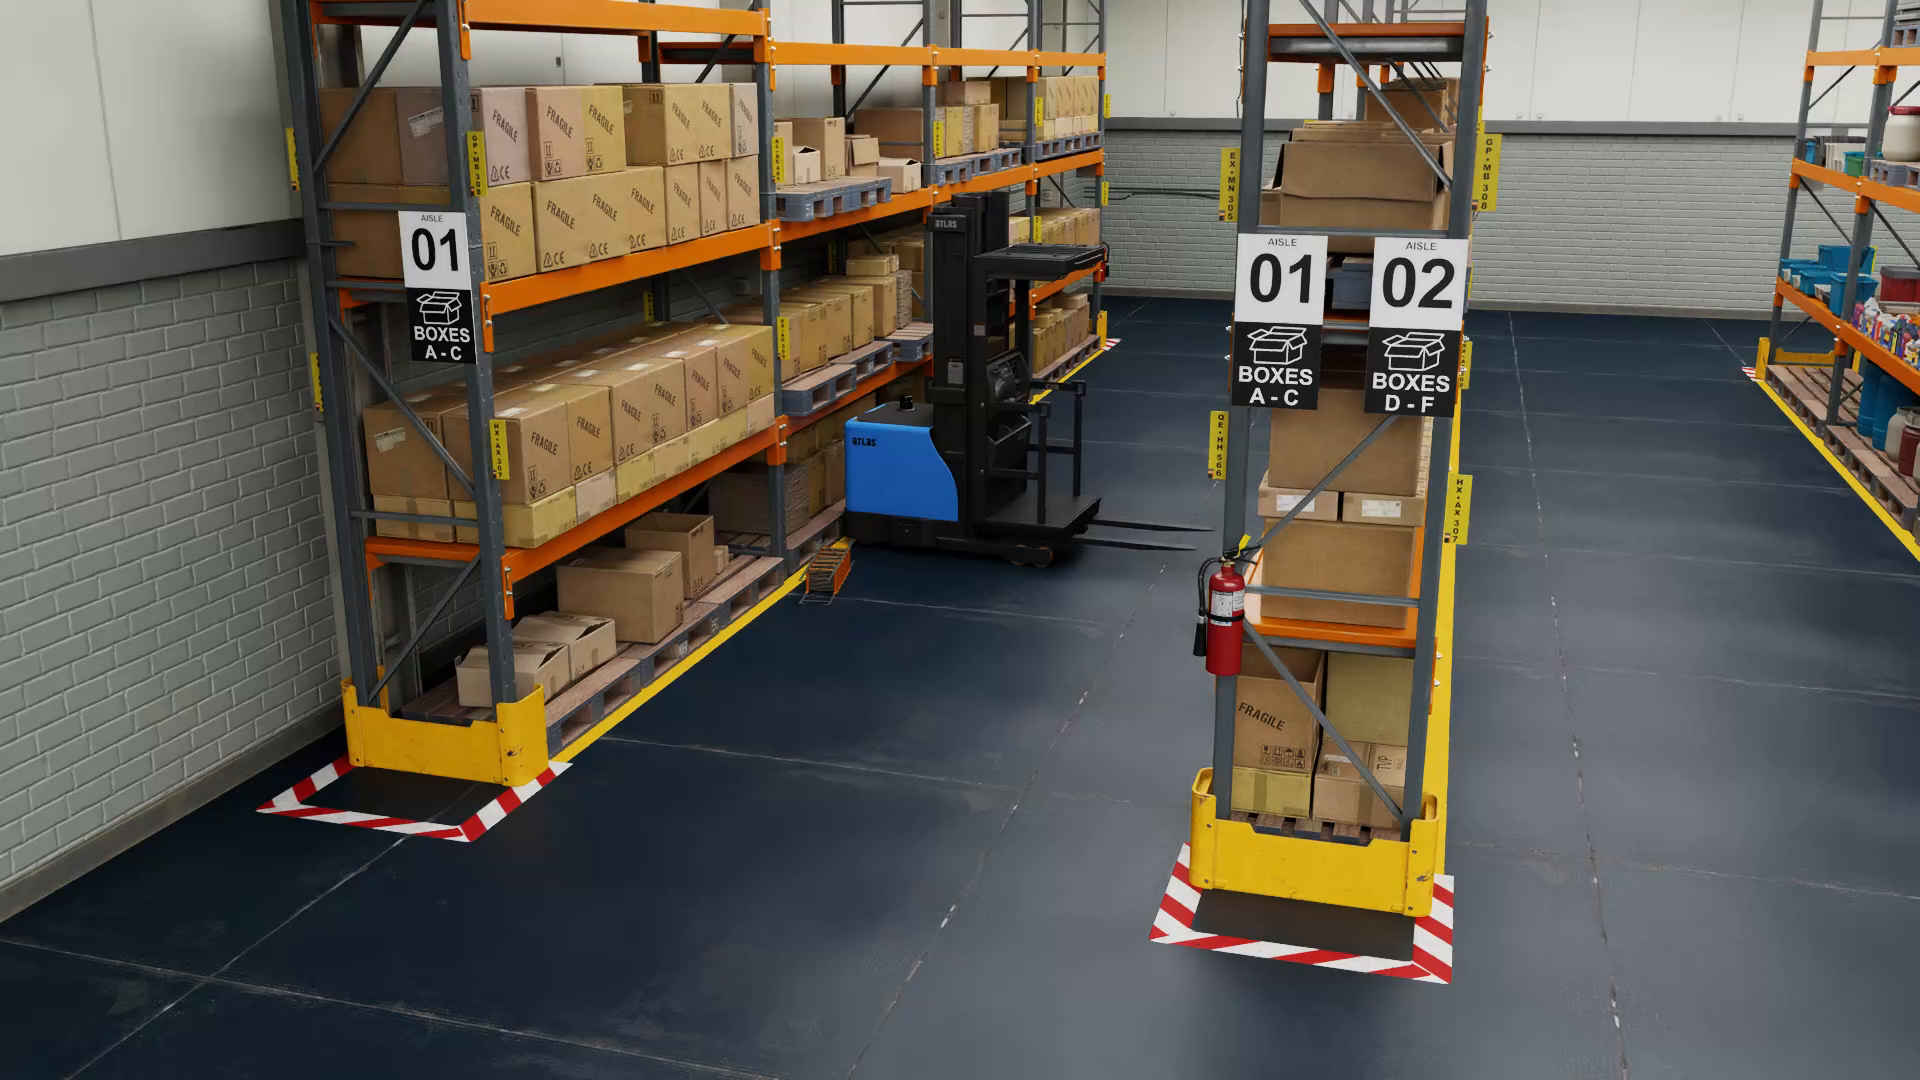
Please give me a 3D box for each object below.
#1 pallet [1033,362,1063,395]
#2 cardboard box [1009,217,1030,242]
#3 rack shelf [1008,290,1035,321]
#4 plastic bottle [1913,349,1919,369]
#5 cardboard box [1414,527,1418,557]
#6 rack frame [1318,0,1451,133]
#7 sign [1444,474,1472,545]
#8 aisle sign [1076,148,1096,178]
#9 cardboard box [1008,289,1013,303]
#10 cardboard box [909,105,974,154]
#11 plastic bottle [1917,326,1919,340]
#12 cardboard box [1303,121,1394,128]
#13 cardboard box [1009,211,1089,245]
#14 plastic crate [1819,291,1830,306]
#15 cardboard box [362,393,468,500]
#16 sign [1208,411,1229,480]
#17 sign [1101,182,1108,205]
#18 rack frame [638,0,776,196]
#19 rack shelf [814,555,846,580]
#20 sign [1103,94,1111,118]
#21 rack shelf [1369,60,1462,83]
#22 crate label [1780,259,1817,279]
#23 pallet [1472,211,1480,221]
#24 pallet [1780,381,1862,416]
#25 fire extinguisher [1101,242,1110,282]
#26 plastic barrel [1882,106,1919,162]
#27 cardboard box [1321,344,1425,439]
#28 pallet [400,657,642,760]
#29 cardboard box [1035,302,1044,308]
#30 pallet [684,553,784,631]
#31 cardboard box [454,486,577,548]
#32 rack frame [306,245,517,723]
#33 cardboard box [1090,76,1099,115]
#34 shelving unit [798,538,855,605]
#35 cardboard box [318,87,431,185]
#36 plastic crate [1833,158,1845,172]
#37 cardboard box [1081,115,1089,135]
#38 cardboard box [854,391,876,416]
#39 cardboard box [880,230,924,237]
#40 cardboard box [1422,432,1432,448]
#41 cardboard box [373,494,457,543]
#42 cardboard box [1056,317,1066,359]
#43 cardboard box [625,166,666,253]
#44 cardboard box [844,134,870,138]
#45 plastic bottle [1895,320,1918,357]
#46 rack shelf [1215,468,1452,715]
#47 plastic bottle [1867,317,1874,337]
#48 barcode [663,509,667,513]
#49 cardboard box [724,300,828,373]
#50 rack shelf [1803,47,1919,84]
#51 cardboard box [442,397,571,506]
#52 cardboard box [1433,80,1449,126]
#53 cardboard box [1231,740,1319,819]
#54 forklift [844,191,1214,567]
[{"bbox_3d":[0.695,-2.104,21.359,1.003,0.211,1.213,5,16,16],"label":"pallet"},{"bbox_3d":[0.516,-3.672,19.638,0.500,0.250,0.500,5,17,17],"label":"cardboard box"},{"bbox_3d":[-0.165,-2.383,18.552,1.077,0.370,4.000,5,16,16],"label":"rack shelf"},{"bbox_3d":[8.670,-1.646,15.001,0.097,0.201,0.097,0,16,0],"label":"plastic bottle"},{"bbox_3d":[2.180,-0.166,9.235,0.700,0.500,0.500,5,17,16],"label":"cardboard box"},{"bbox_3d":[2.881,-3.662,10.750,1.000,3.000,0.127,5,16,16],"label":"rack frame"},{"bbox_3d":[2.274,-0.140,7.593,0.100,0.325,0.005,5,16,16],"label":"sign"},{"bbox_3d":[1.849,-5.545,23.618,0.394,0.787,0.004,5,16,16],"label":"aisle sign"},{"bbox_3d":[0.394,-2.825,19.215,0.380,0.149,0.250,5,16,16],"label":"cardboard box"},{"bbox_3d":[-0.252,-4.457,18.058,0.700,0.500,0.500,5,16,16],"label":"cardboard box"},{"bbox_3d":[8.987,-1.856,15.591,0.061,0.283,0.133,5,16,16],"label":"plastic bottle"},{"bbox_3d":[2.485,-2.425,10.677,0.500,0.500,0.500,6,17,20],"label":"cardboard box"},{"bbox_3d":[1.209,-4.118,22.800,0.980,0.700,0.700,4,16,15],"label":"cardboard box"},{"bbox_3d":[9.963,-2.694,18.725,0.437,0.125,0.590,5,16,16],"label":"plastic crate"},{"bbox_3d":[-3.076,-0.551,9.638,0.500,0.500,0.500,4,16,15],"label":"cardboard box"},{"bbox_3d":[1.228,-0.446,7.850,0.100,0.325,0.005,5,16,16],"label":"sign"},{"bbox_3d":[2.057,-4.924,23.637,0.100,0.325,0.005,5,16,16],"label":"sign"},{"bbox_3d":[-1.870,-4.045,12.101,1.000,3.000,0.127,5,16,16],"label":"rack frame"},{"bbox_3d":[-1.036,0.219,13.198,0.258,0.180,0.103,2,16,6],"label":"rack shelf"},{"bbox_3d":[2.057,-6.084,23.308,0.100,0.325,0.005,5,16,16],"label":"sign"},{"bbox_3d":[4.586,-4.693,16.437,1.077,0.370,4.000,5,16,16],"label":"rack shelf"},{"bbox_3d":[10.653,-3.440,21.156,0.416,0.233,0.303,5,16,16],"label":"crate label"},{"bbox_3d":[3.595,-2.698,13.192,1.003,0.211,1.213,5,17,18],"label":"pallet"},{"bbox_3d":[10.419,-1.658,19.788,1.003,0.211,1.213,5,16,16],"label":"pallet"},{"bbox_3d":[2.026,-4.086,24.062,0.296,0.674,0.183,5,16,16],"label":"fire extinguisher"},{"bbox_3d":[9.512,-4.076,16.688,0.433,0.535,0.433,0,16,0],"label":"plastic barrel"},{"bbox_3d":[2.191,-0.807,9.116,0.700,0.500,0.500,5,16,16],"label":"cardboard box"},{"bbox_3d":[-2.720,0.999,10.420,1.003,0.211,1.213,5,16,16],"label":"pallet"},{"bbox_3d":[0.923,-3.136,22.510,0.380,0.149,0.250,5,17,16],"label":"cardboard box"},{"bbox_3d":[-2.027,0.361,12.671,1.003,0.211,1.213,5,16,16],"label":"pallet"},{"bbox_3d":[-2.563,-0.153,9.611,0.500,0.250,0.500,4,16,14],"label":"cardboard box"},{"bbox_3d":[-3.006,-0.113,9.230,1.000,3.000,0.127,5,16,16],"label":"rack frame"},{"bbox_3d":[1.594,-6.068,22.676,0.500,0.500,0.500,5,16,16],"label":"cardboard box"},{"bbox_3d":[-1.043,0.240,13.126,0.258,0.189,1.200,2,16,6],"label":"shelving unit"},{"bbox_3d":[-3.135,-2.228,9.137,0.500,0.500,0.500,5,17,18],"label":"cardboard box"},{"bbox_3d":[9.899,-4.162,18.494,0.293,0.136,0.466,5,16,16],"label":"plastic crate"},{"bbox_3d":[1.440,-5.571,22.300,0.500,0.250,0.500,4,16,14],"label":"cardboard box"},{"bbox_3d":[-1.110,-1.239,15.601,0.500,0.250,0.500,5,17,17],"label":"cardboard box"},{"bbox_3d":[-0.553,-3.175,17.888,0.500,0.250,0.500,4,16,14],"label":"cardboard box"},{"bbox_3d":[2.426,-0.513,9.268,0.380,0.149,0.250,4,16,15],"label":"cardboard box"},{"bbox_3d":[-3.060,-0.188,9.732,0.500,0.250,0.500,5,17,17],"label":"cardboard box"},{"bbox_3d":[1.008,-2.705,22.179,0.700,0.500,0.500,5,17,17],"label":"cardboard box"},{"bbox_3d":[-2.209,-2.097,10.510,0.500,0.500,0.500,6,17,19],"label":"cardboard box"},{"bbox_3d":[-1.158,-3.536,15.582,0.500,0.500,0.500,5,16,16],"label":"cardboard box"},{"bbox_3d":[8.881,-1.890,15.587,0.144,0.351,0.185,5,16,16],"label":"plastic bottle"},{"bbox_3d":[2.312,0.093,9.822,1.077,0.370,4.000,5,16,16],"label":"rack shelf"},{"bbox_3d":[9.215,-2.147,16.767,0.097,0.201,0.097,0,16,0],"label":"plastic bottle"},{"bbox_3d":[-2.253,-0.200,12.724,0.001,0.075,0.075,5,16,16],"label":"barcode"},{"bbox_3d":[-1.527,-1.695,13.819,0.700,0.500,0.500,6,17,22],"label":"cardboard box"},{"bbox_3d":[10.471,-5.355,18.769,1.077,0.370,4.000,5,16,16],"label":"rack shelf"},{"bbox_3d":[-2.583,-0.513,9.503,0.500,0.500,0.500,5,16,16],"label":"cardboard box"},{"bbox_3d":[4.437,-4.175,16.040,0.500,0.500,0.500,5,16,16],"label":"cardboard box"},{"bbox_3d":[1.613,1.228,8.772,0.500,0.250,0.500,5,16,16],"label":"cardboard box"},{"bbox_3d":[0.585,-1.350,13.717,3.031,2.935,1.130,6,17,20],"label":"forklift"}]
